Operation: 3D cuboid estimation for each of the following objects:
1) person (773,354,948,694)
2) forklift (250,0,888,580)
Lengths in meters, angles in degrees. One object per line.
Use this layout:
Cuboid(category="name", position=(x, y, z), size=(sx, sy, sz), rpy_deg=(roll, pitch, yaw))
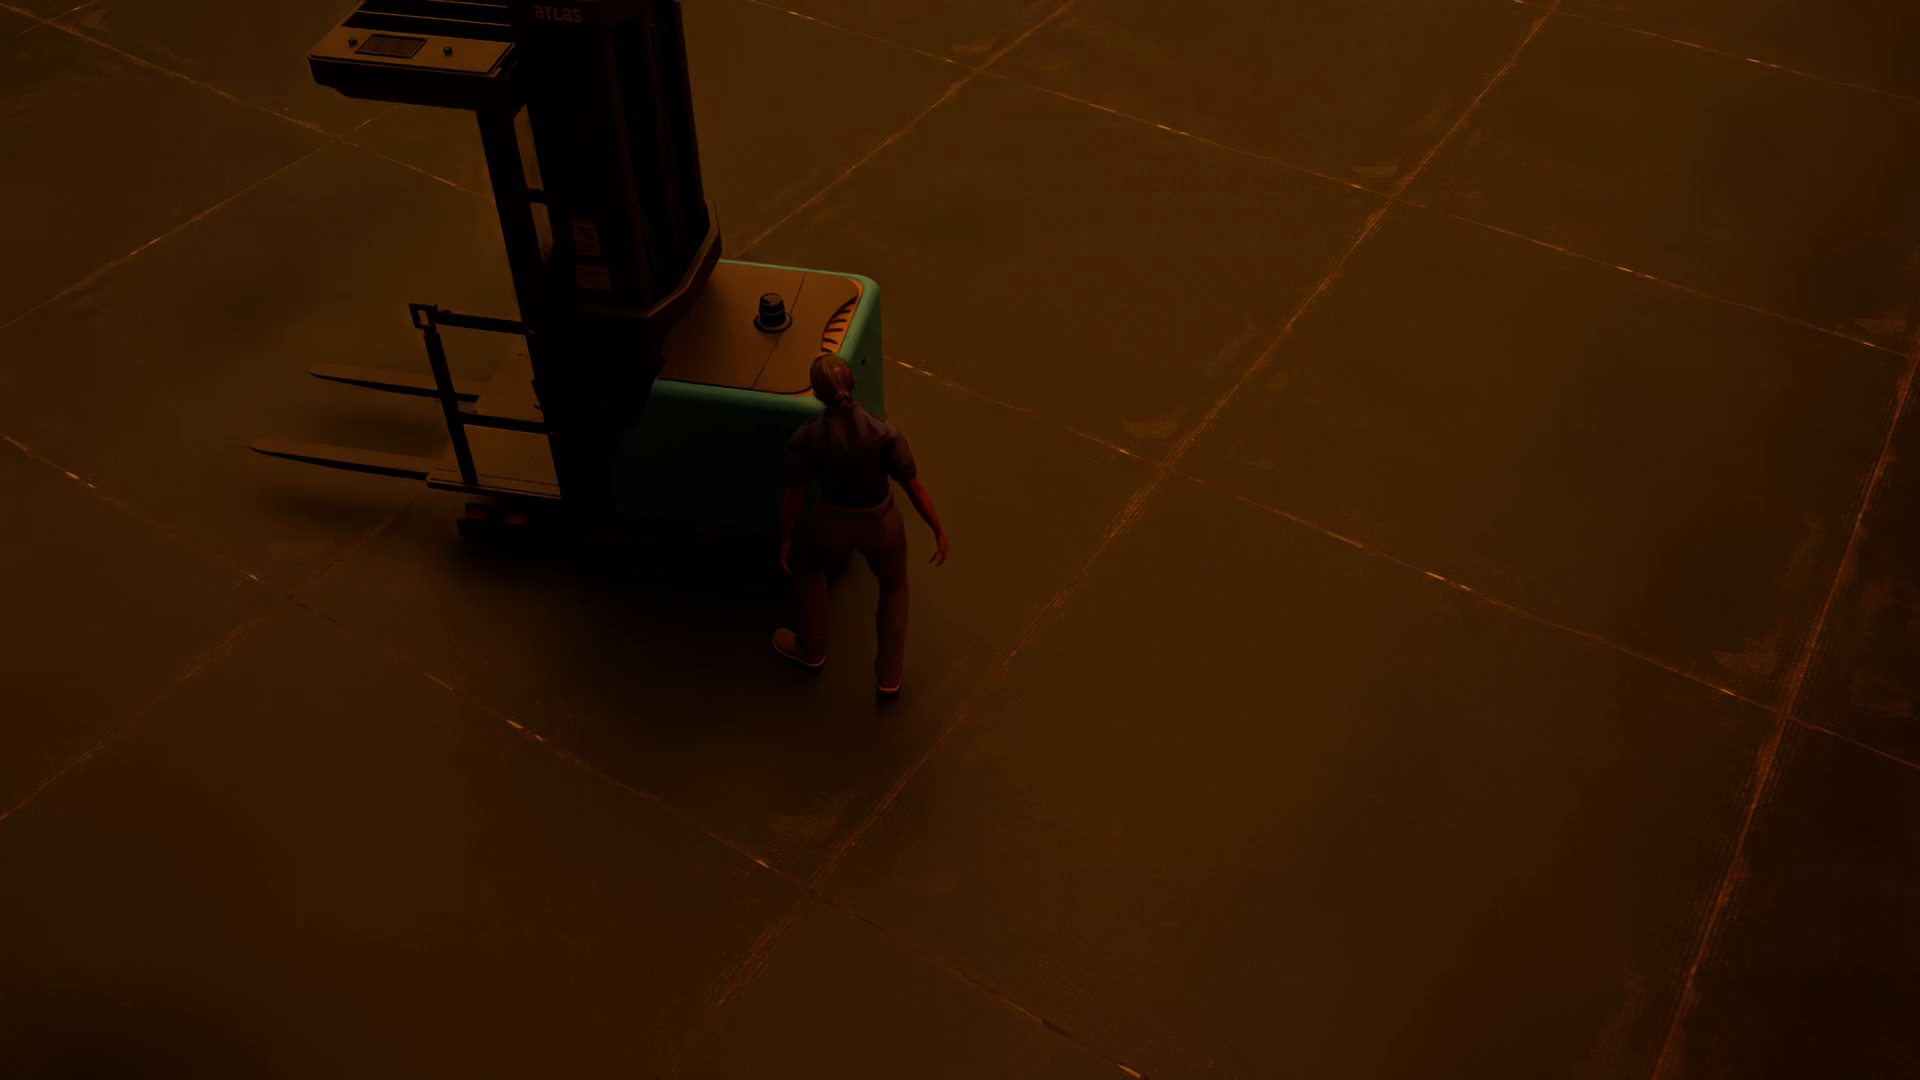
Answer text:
Cuboid(category="person", position=(-0.447, -0.028, 6.876), size=(0.812, 1.616, 0.414), rpy_deg=(5, 44, 5))
Cuboid(category="forklift", position=(-1.926, -1.380, 7.304), size=(3.031, 2.935, 1.130), rpy_deg=(8, 44, 8))
